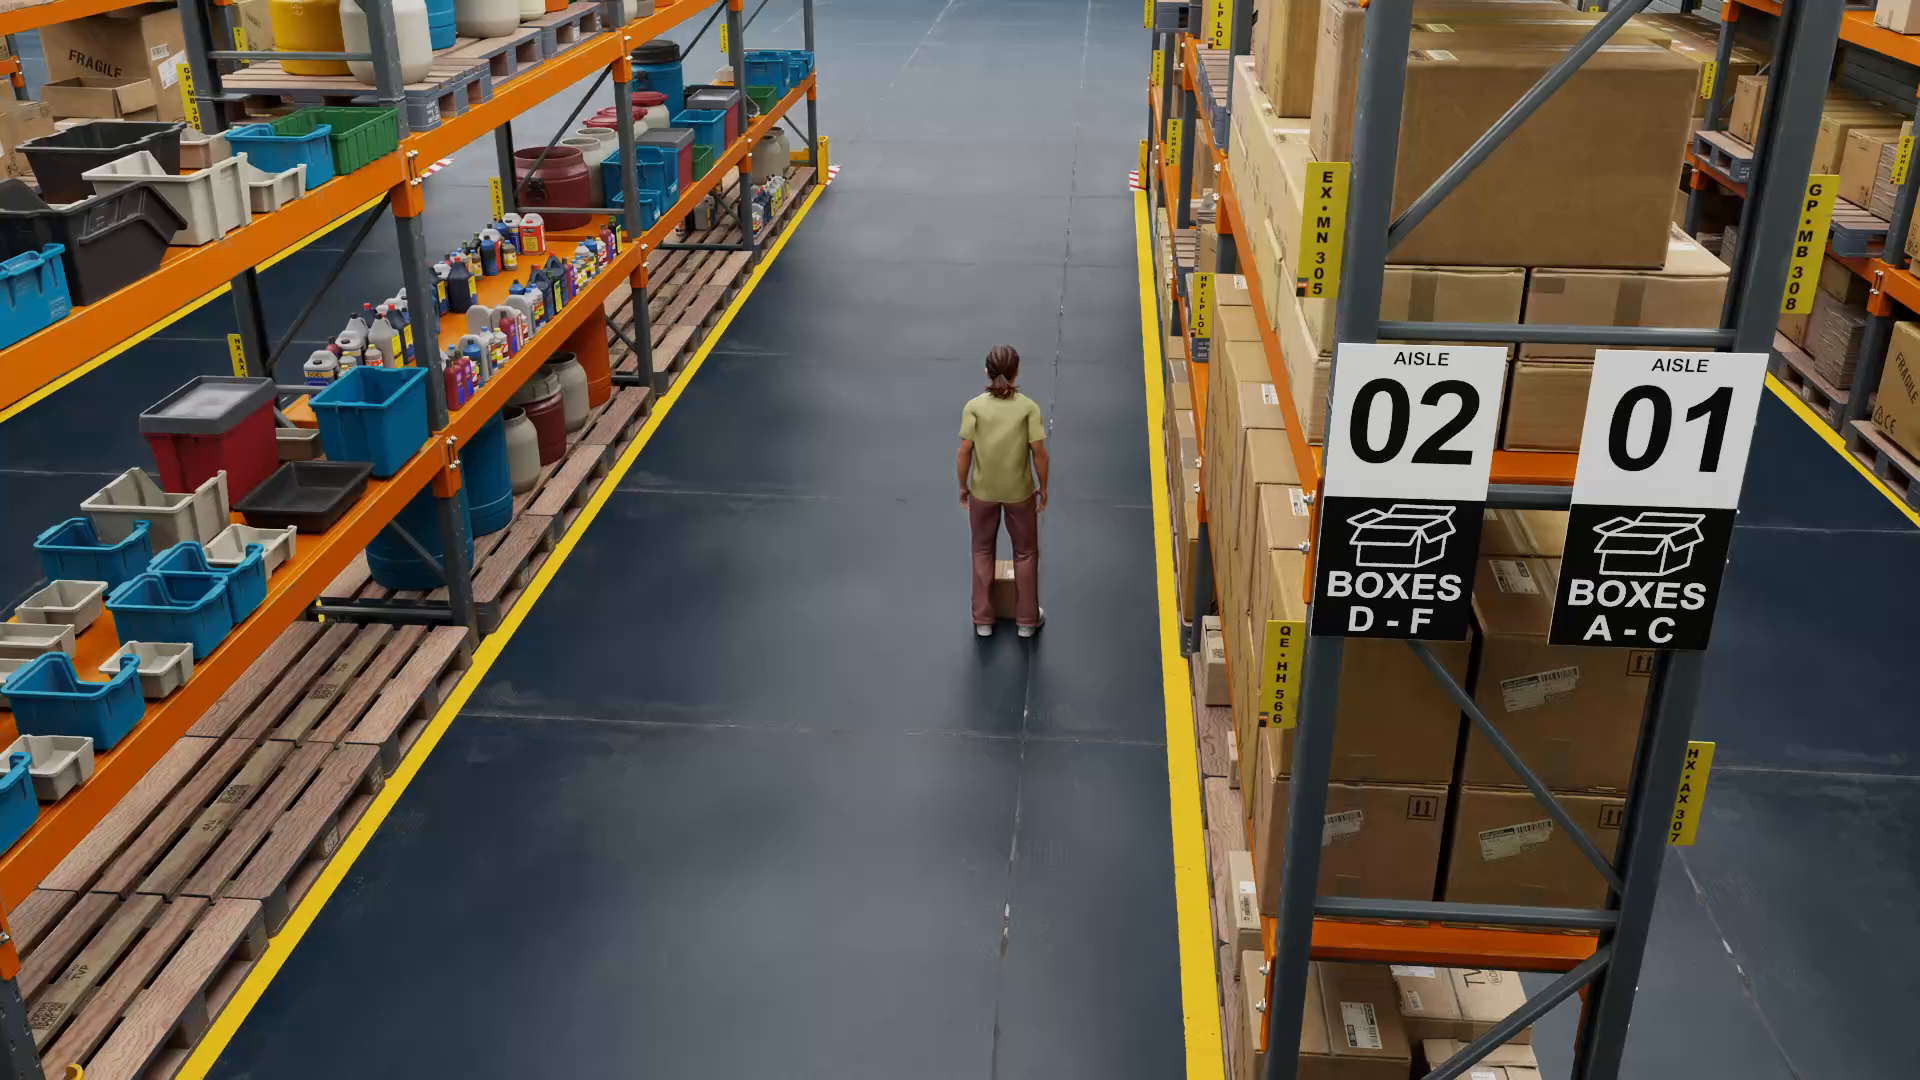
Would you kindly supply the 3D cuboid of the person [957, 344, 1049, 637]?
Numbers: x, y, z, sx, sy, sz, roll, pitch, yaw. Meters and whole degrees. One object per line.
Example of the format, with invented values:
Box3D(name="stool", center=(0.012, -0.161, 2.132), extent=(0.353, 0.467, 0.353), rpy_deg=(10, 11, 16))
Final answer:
Box3D(name="person", center=(0.237, -0.260, 9.172), extent=(0.499, 1.673, 0.357), rpy_deg=(2, 25, 5))
